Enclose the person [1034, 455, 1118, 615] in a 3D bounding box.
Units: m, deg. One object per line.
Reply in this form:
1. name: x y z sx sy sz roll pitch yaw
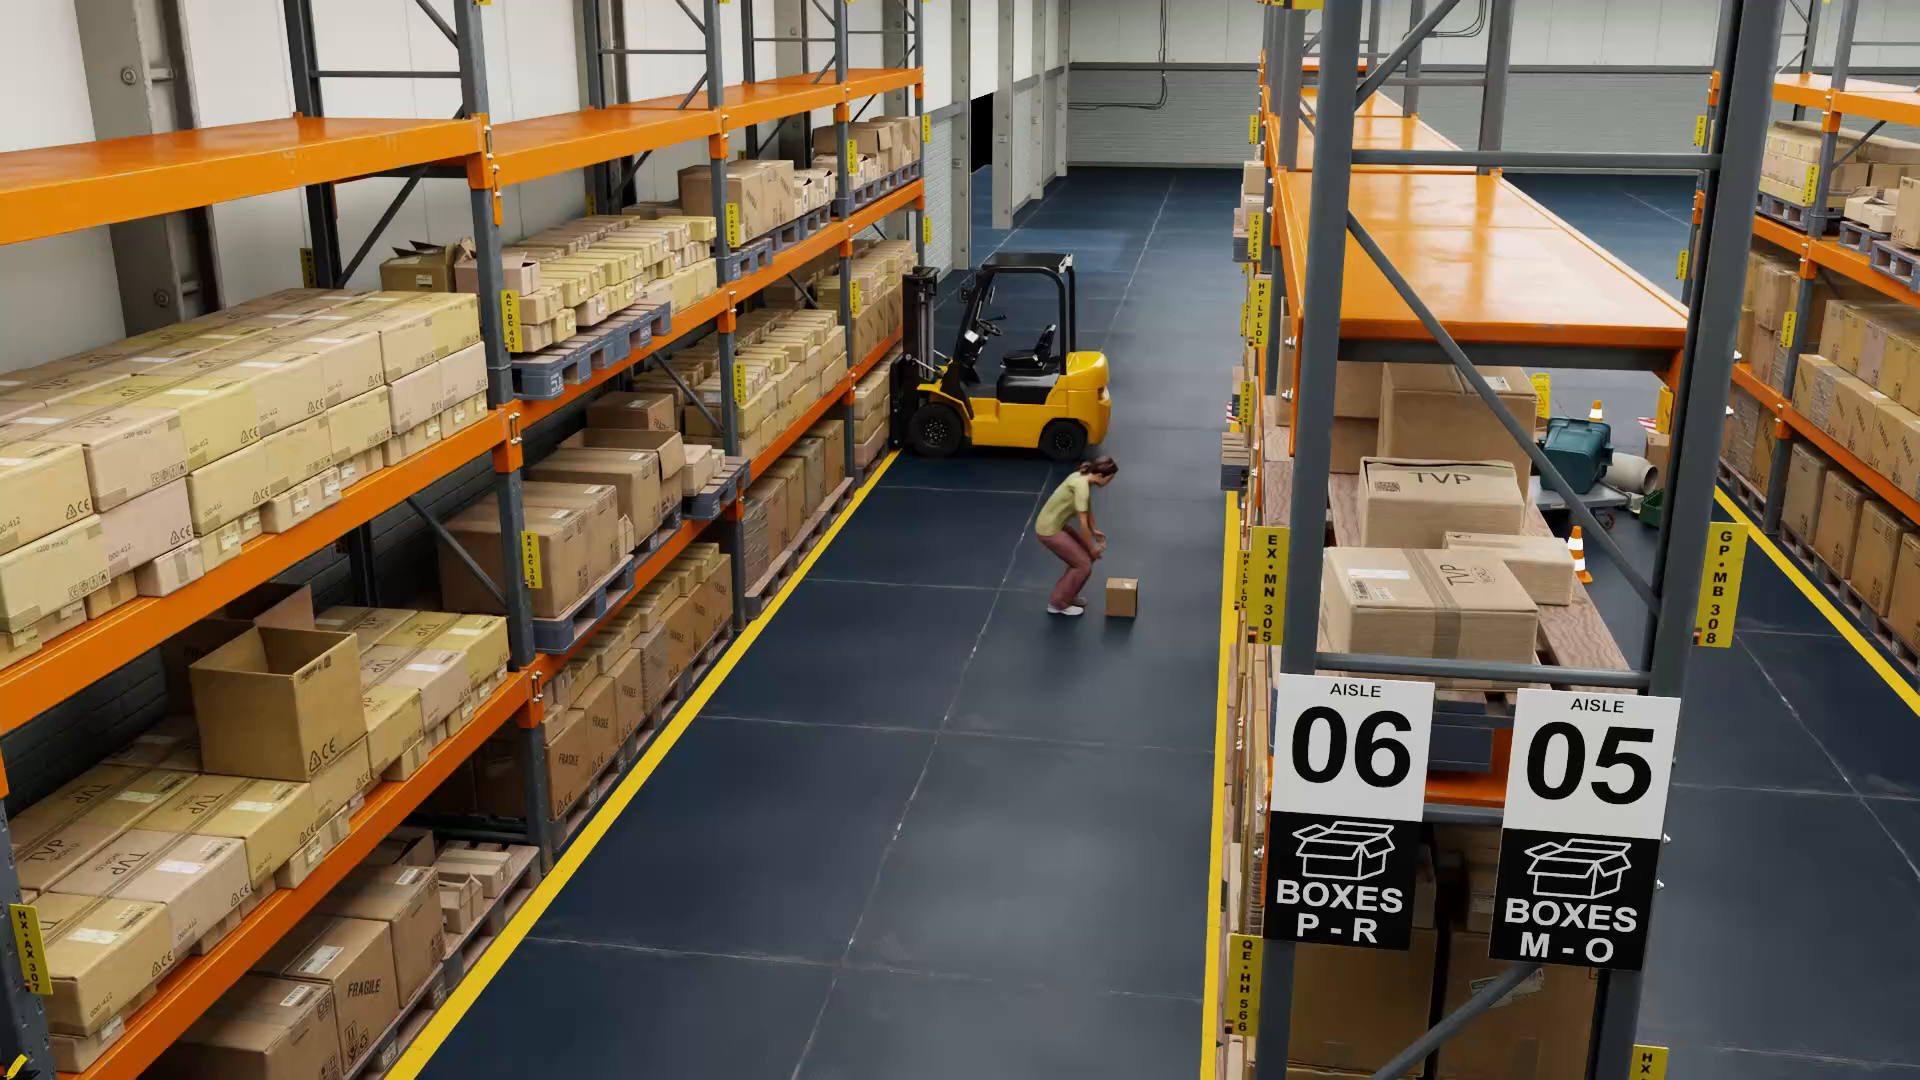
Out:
1. person: 0.960 -0.064 13.816 0.668 1.333 0.511 3 18 9
